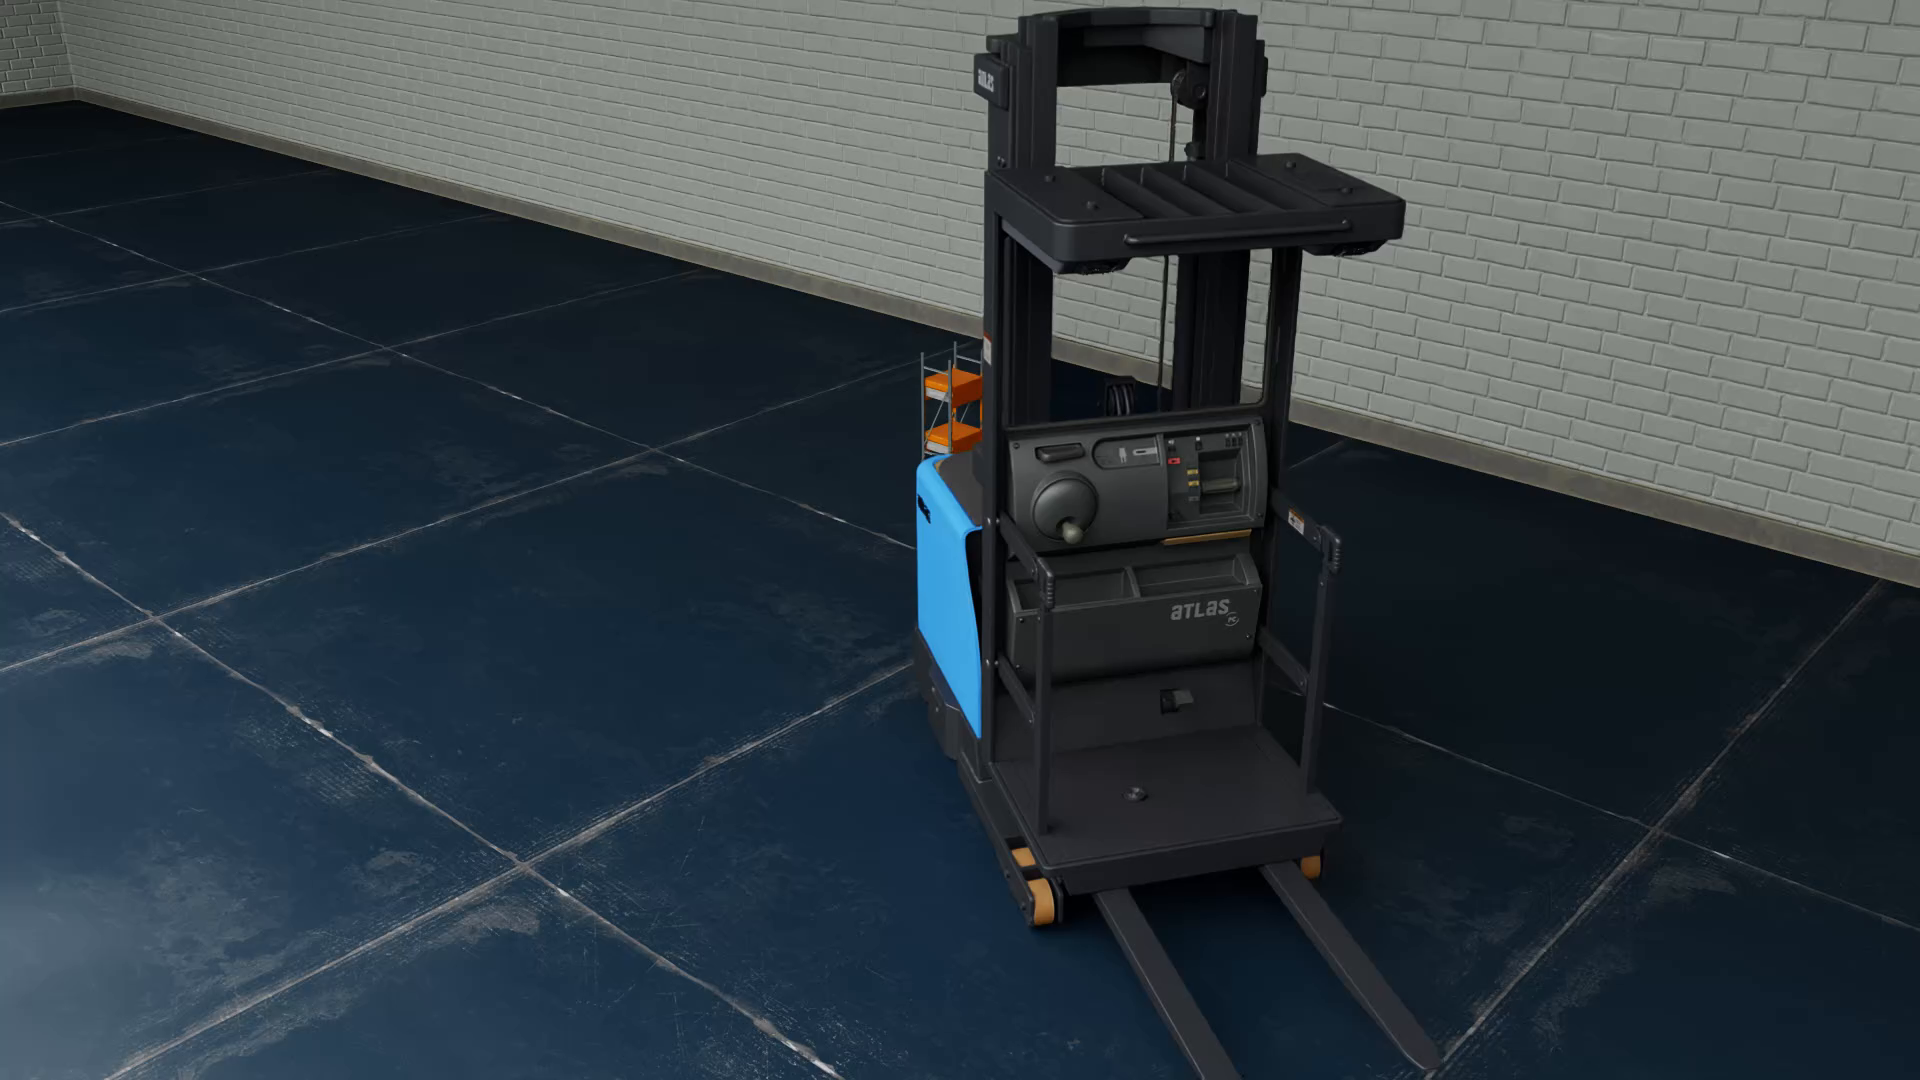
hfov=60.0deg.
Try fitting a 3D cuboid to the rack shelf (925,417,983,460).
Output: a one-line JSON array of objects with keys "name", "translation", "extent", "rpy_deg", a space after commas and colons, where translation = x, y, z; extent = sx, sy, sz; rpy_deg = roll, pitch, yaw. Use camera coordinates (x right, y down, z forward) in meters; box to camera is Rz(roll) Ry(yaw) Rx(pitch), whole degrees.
[{"name": "rack shelf", "translation": [-0.036, -0.453, 8.503], "extent": [0.215, 0.259, 0.240], "rpy_deg": [20, 31, 38]}]

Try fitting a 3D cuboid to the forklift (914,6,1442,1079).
[{"name": "forklift", "translation": [0.680, -0.175, 5.557], "extent": [1.130, 2.935, 3.031], "rpy_deg": [-6, 25, -14]}]

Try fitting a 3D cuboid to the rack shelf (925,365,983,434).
[{"name": "rack shelf", "translation": [-0.036, -0.712, 8.387], "extent": [0.215, 0.259, 0.240], "rpy_deg": [20, 31, 38]}]

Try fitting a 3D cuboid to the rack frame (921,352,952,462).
[{"name": "rack frame", "translation": [-0.117, -0.426, 8.416], "extent": [0.200, 1.050, 0.008], "rpy_deg": [20, 31, 38]}]

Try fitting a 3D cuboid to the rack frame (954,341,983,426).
[{"name": "rack frame", "translation": [0.046, -0.500, 8.582], "extent": [0.200, 1.050, 0.008], "rpy_deg": [20, 31, 38]}]

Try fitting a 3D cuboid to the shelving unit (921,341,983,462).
[{"name": "shelving unit", "translation": [-0.036, -0.463, 8.499], "extent": [0.215, 1.050, 0.252], "rpy_deg": [20, 31, 38]}]
